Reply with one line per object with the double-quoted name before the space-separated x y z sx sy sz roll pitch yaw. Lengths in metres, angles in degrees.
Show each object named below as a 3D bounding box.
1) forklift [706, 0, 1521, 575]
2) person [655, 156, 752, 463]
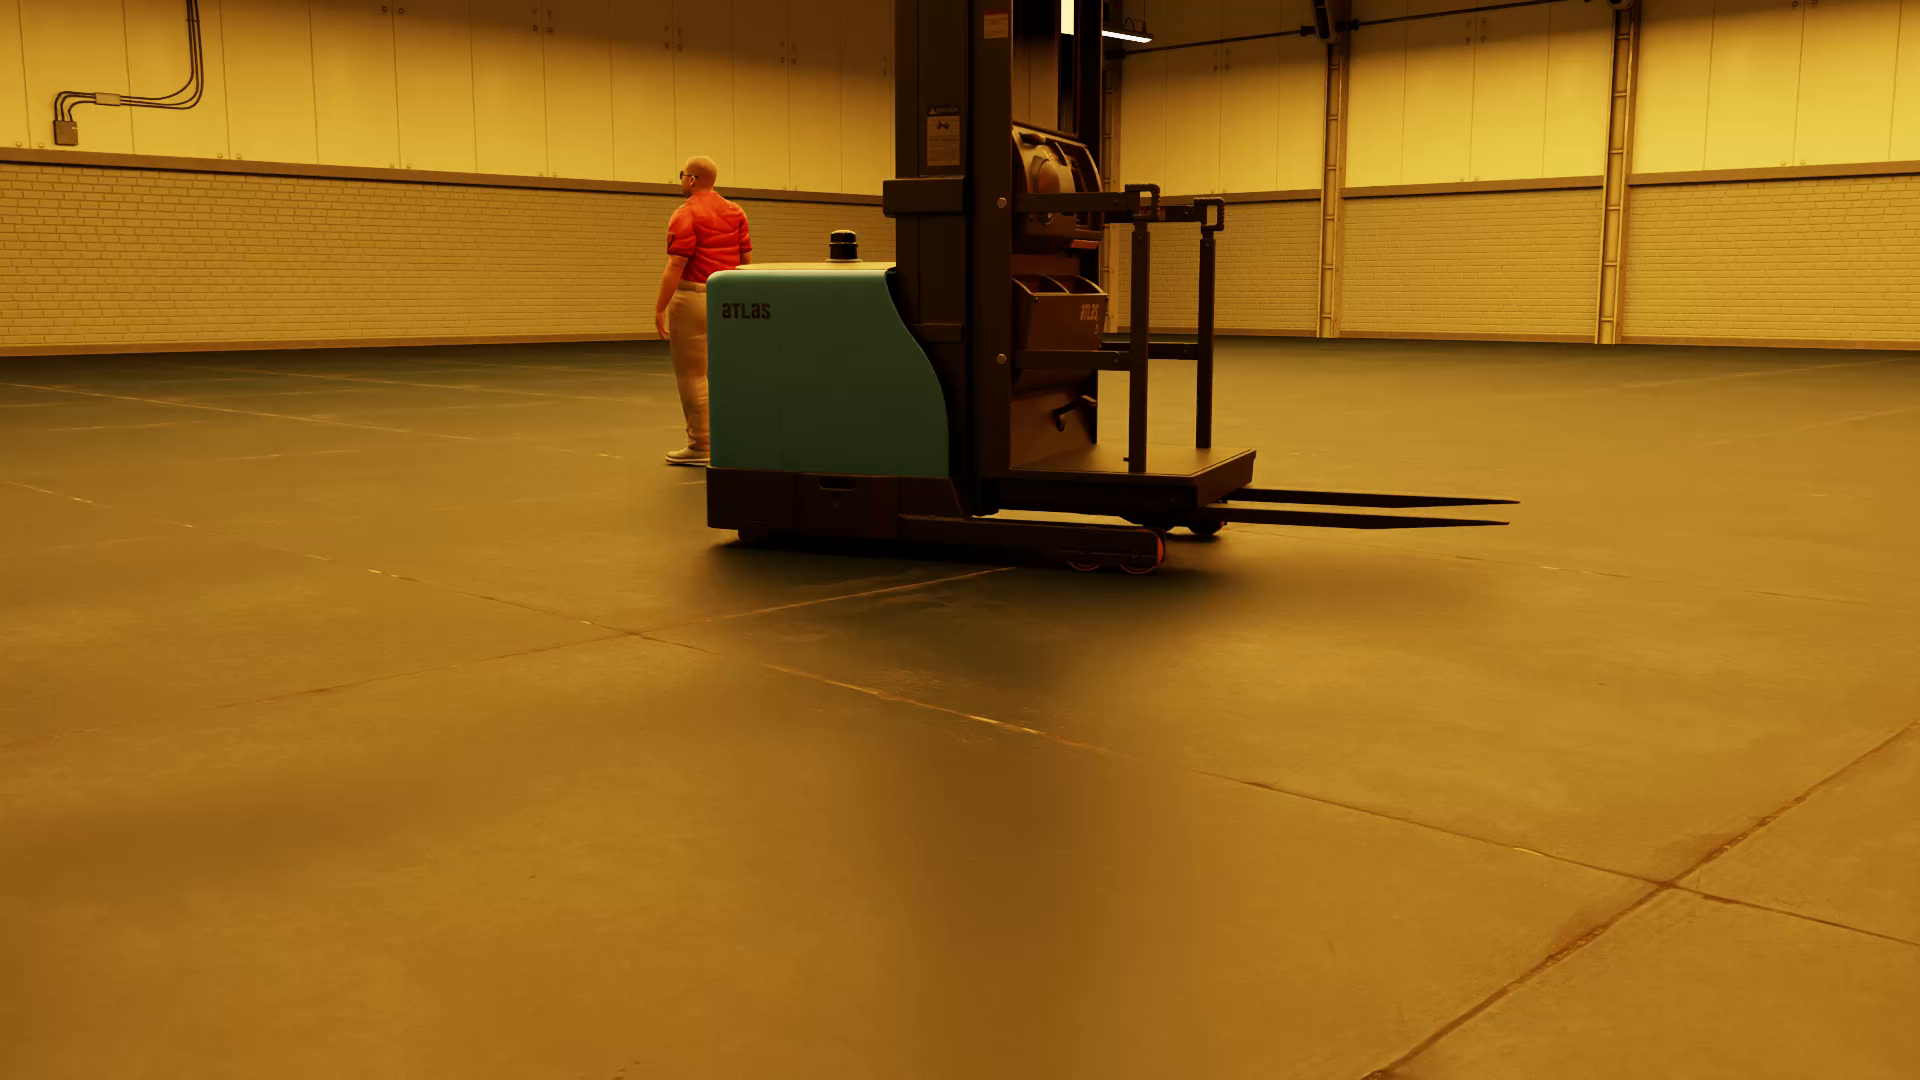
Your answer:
"forklift" 0.565 -1.416 6.275 3.031 2.935 1.130 3 9 22
"person" -1.525 -1.301 9.503 0.551 1.727 0.640 7 11 39
